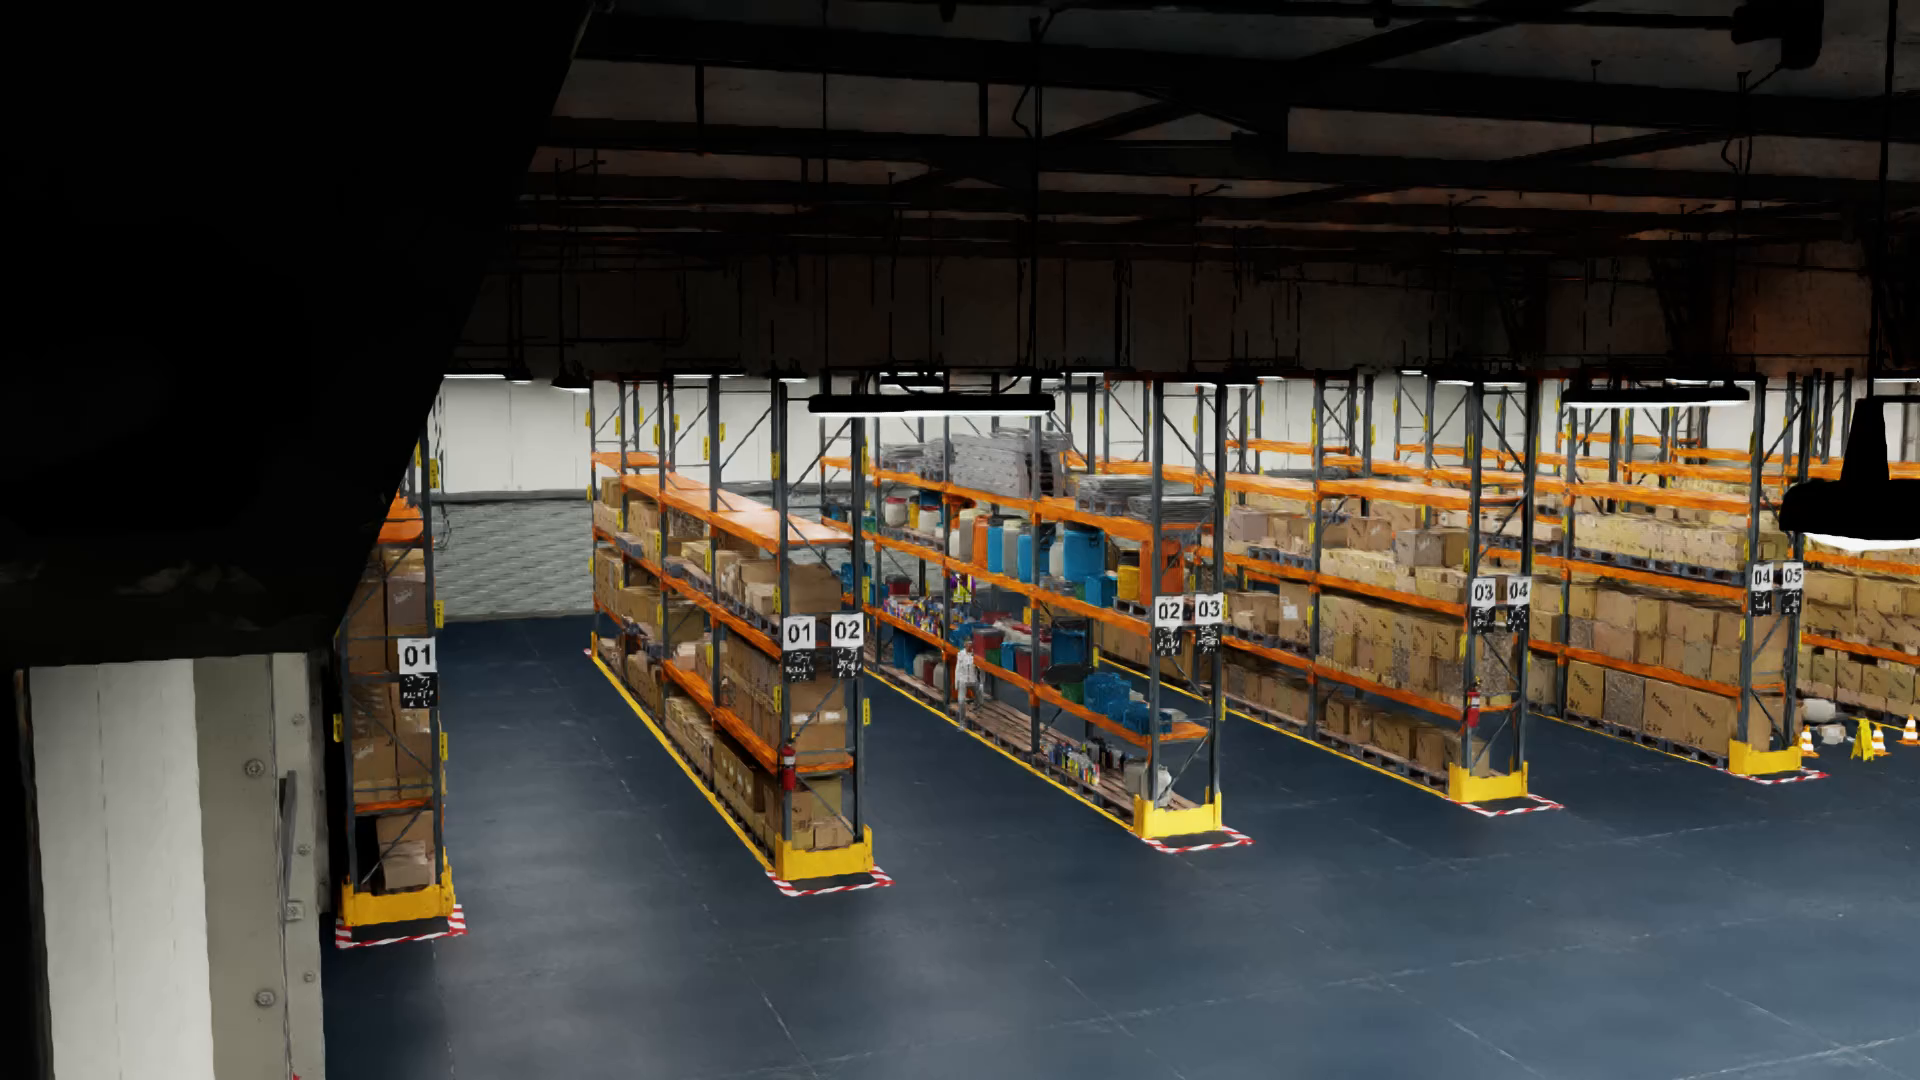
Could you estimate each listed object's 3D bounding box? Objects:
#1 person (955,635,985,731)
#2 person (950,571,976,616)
[{"bbox_3d":[0.166,2.379,28.166,0.517,1.623,0.946,0,6,0],"label":"person"},{"bbox_3d":[0.036,1.369,36.934,0.719,1.714,0.578,-3,7,-22],"label":"person"}]
